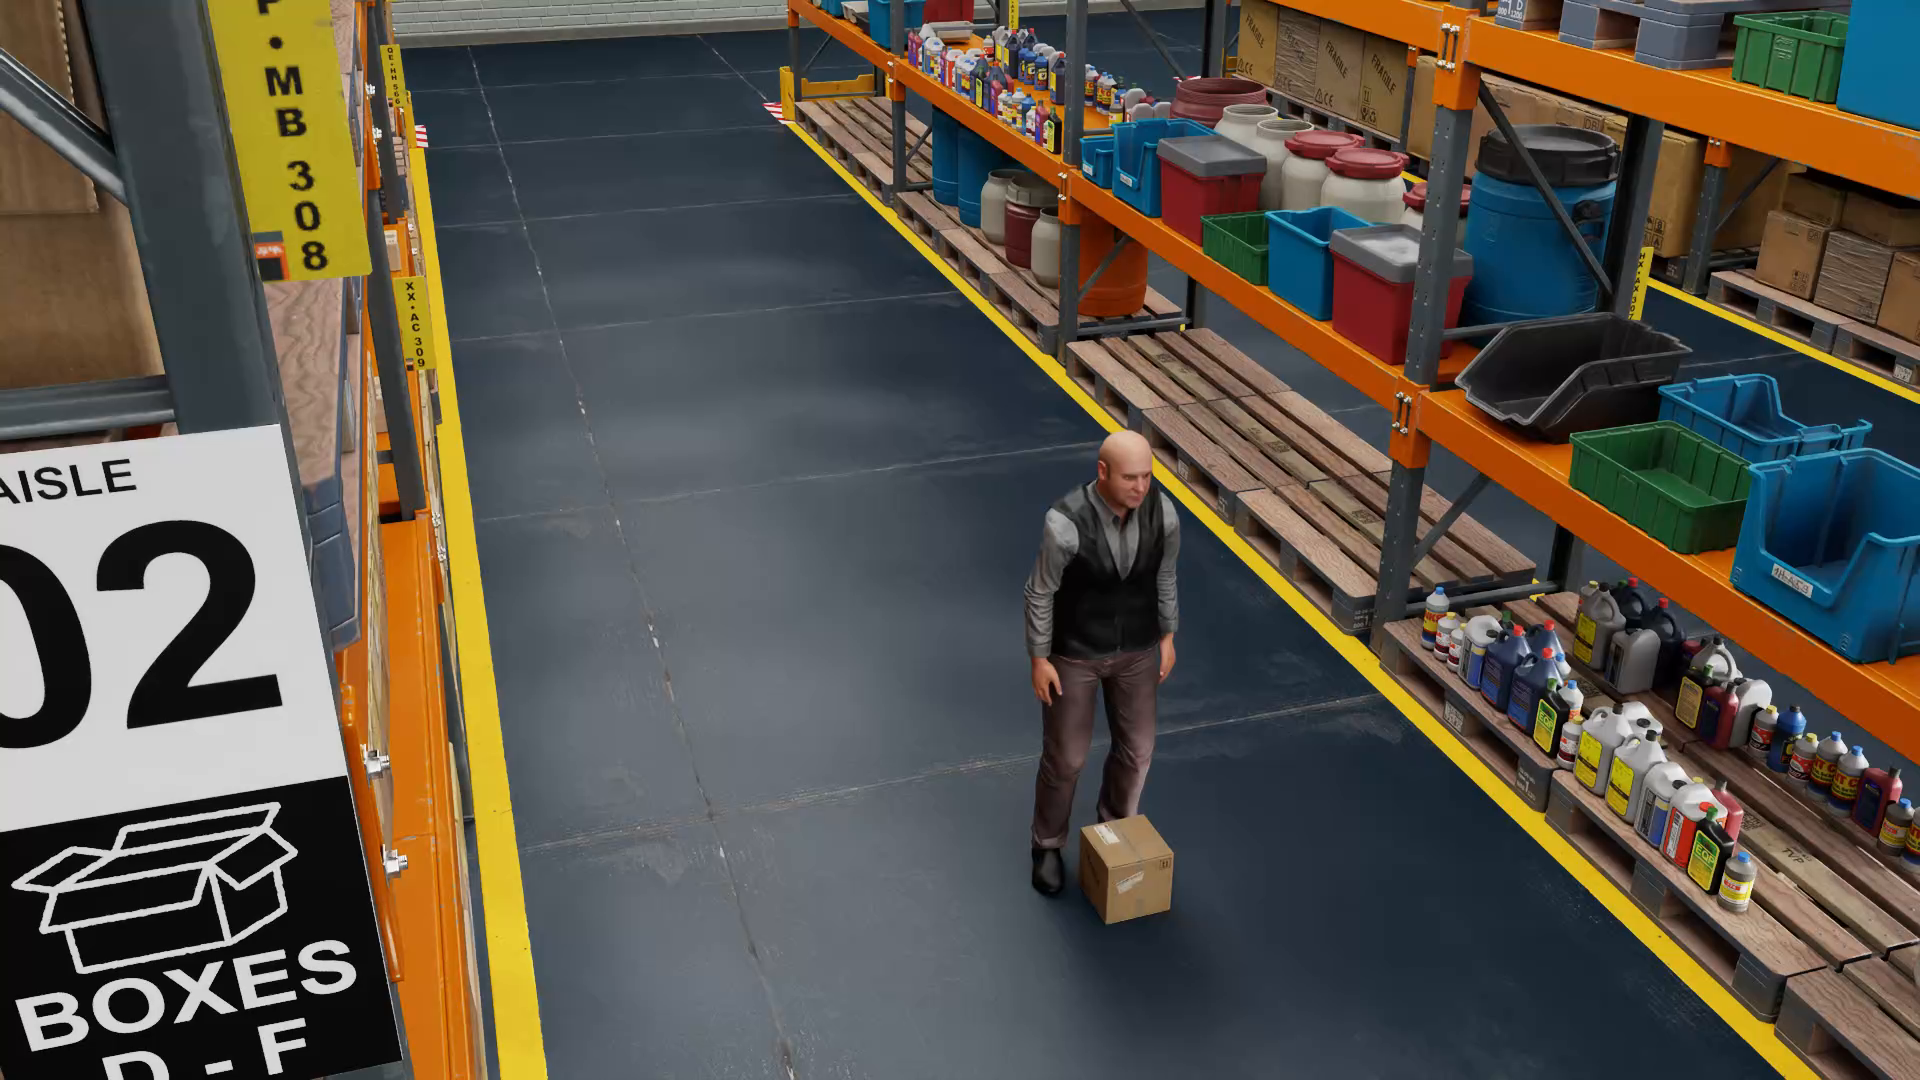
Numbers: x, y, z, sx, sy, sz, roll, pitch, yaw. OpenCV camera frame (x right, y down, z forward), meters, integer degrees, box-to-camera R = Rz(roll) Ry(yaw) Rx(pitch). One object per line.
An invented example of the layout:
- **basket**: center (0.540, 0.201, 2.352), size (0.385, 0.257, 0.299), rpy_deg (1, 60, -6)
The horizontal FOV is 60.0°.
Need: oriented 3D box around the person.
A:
- **person**: center (0.496, 0.394, 5.840), size (0.580, 1.719, 0.426), rpy_deg (-10, 28, -19)
